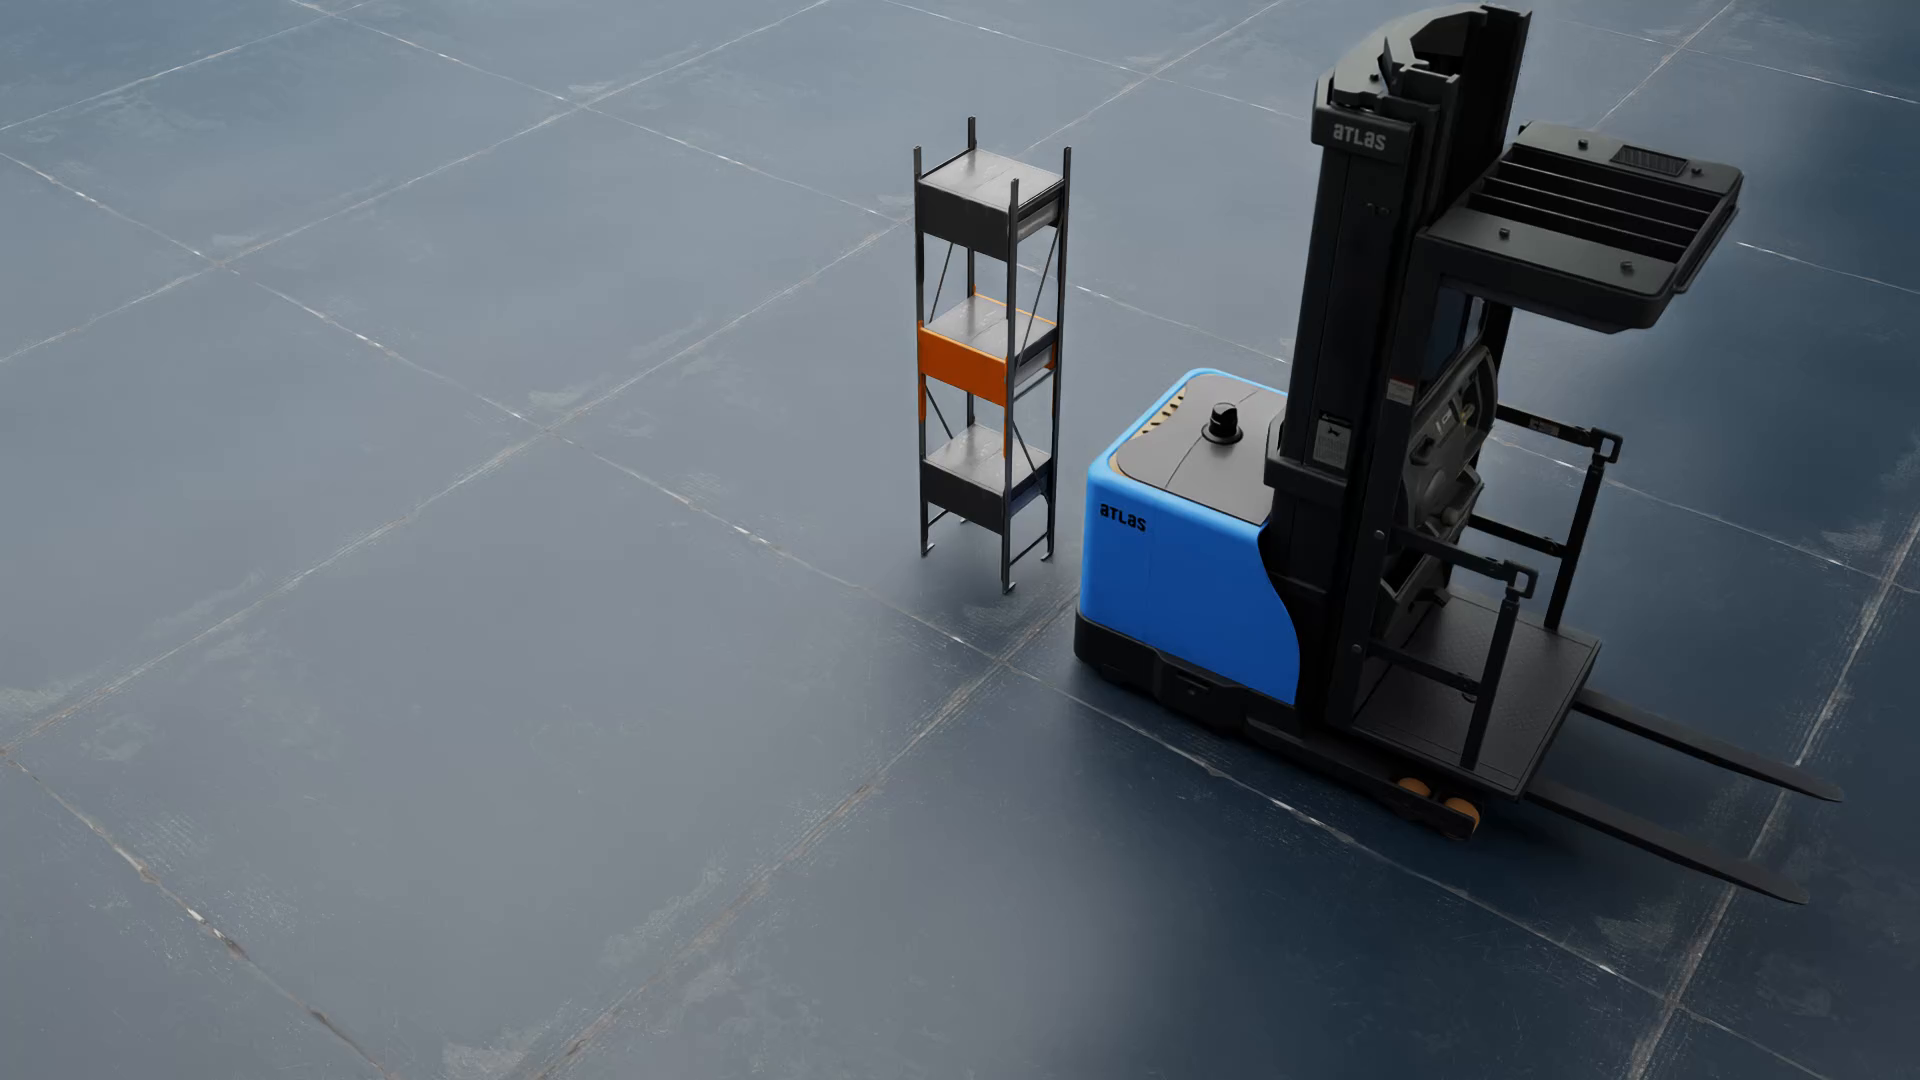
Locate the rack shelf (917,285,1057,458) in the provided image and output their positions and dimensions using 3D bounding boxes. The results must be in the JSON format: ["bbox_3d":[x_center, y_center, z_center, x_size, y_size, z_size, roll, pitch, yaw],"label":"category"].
[{"bbox_3d":[0.131,-0.754,7.393,0.480,0.518,0.431,25,45,29],"label":"rack shelf"}]

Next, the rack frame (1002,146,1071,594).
[{"bbox_3d":[0.325,-0.673,7.268,0.015,2.100,0.400,25,45,29],"label":"rack frame"}]

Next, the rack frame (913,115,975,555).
[{"bbox_3d":[-0.062,-0.856,7.501,0.015,2.100,0.400,25,45,29],"label":"rack frame"}]

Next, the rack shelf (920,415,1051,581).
[{"bbox_3d":[0.131,-0.203,7.824,0.480,0.518,0.431,25,45,29],"label":"rack shelf"}]

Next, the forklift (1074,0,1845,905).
[{"bbox_3d":[2.012,-0.342,6.170,3.031,2.935,1.130,22,43,26],"label":"forklift"}]

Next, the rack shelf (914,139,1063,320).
[{"bbox_3d":[0.131,-1.305,6.961,0.480,0.518,0.431,25,45,29],"label":"rack shelf"}]

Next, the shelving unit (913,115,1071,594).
[{"bbox_3d":[0.131,-0.765,7.384,0.503,2.100,0.431,25,45,29],"label":"shelving unit"}]
